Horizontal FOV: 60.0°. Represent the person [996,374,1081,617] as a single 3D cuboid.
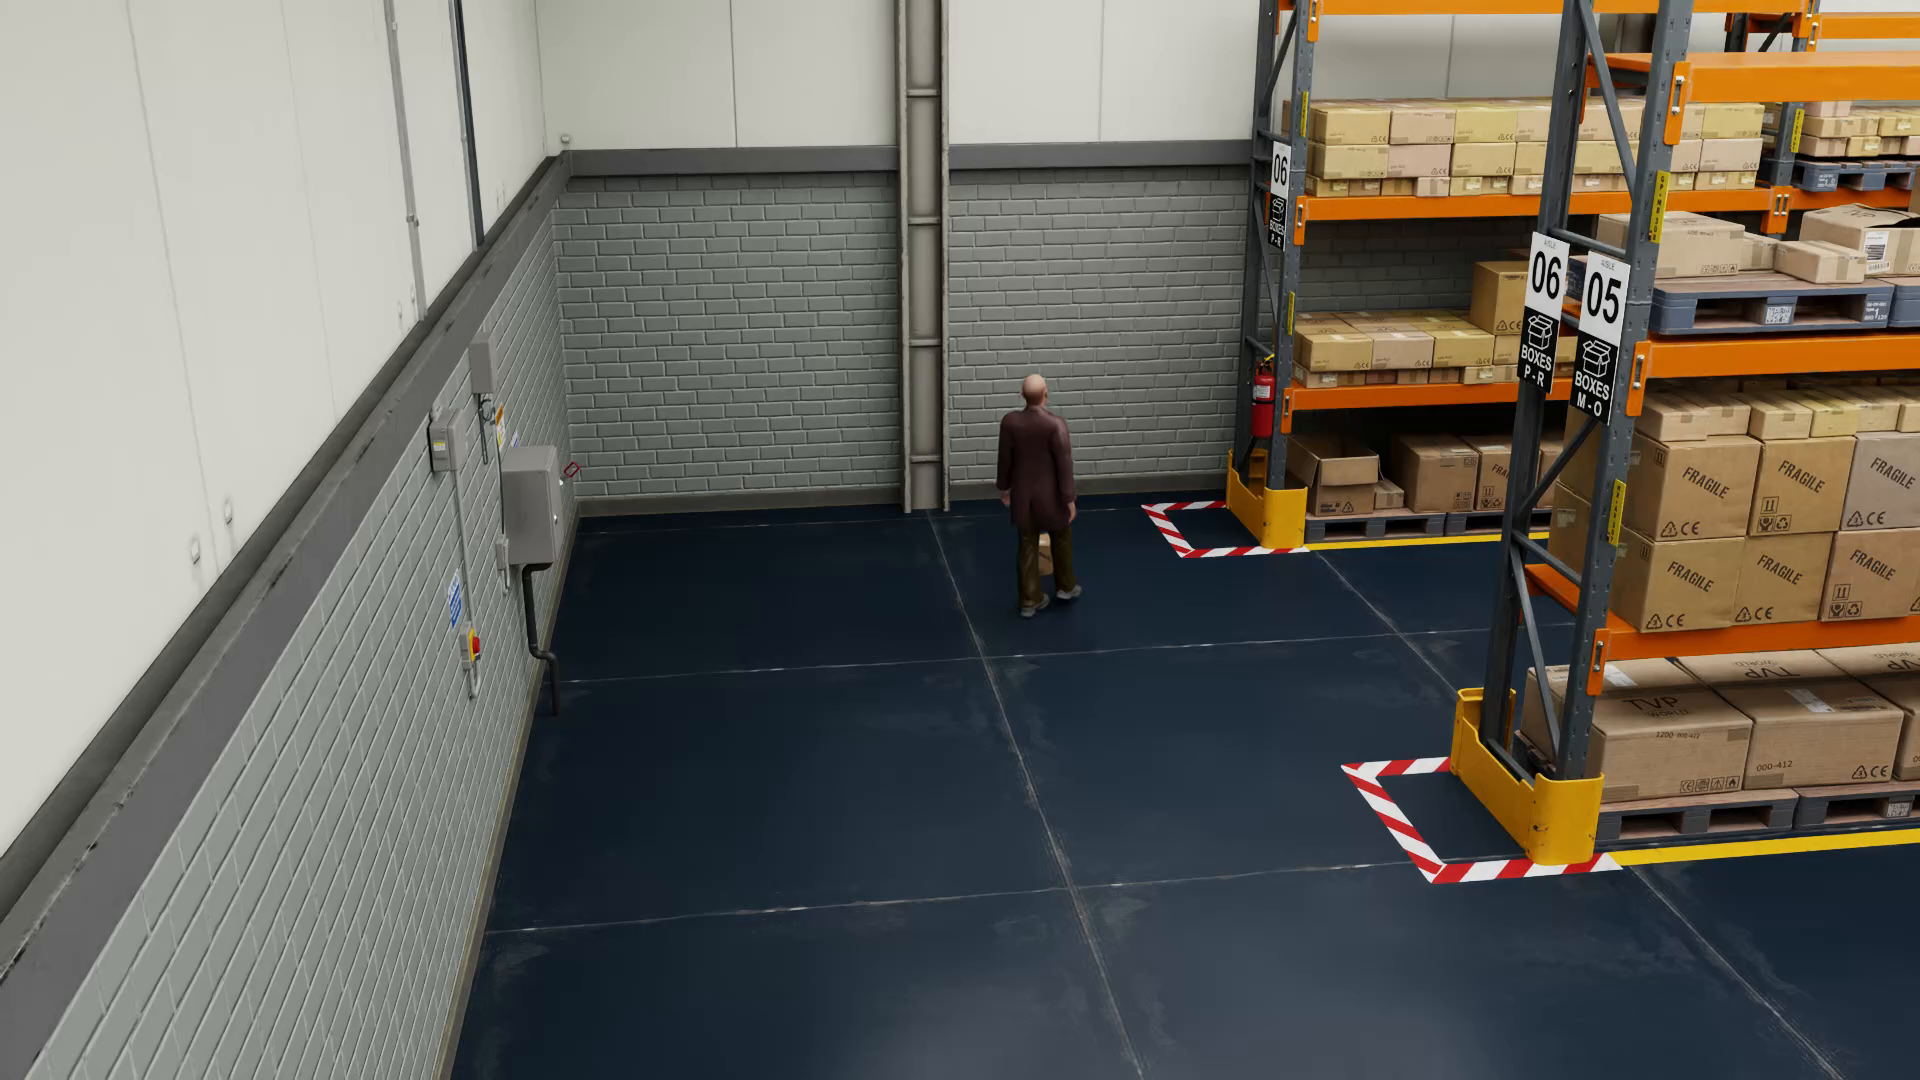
[{"bbox_3d":[0.612,-0.367,12.137,0.665,1.783,0.737,9,21,23],"label":"person"}]
